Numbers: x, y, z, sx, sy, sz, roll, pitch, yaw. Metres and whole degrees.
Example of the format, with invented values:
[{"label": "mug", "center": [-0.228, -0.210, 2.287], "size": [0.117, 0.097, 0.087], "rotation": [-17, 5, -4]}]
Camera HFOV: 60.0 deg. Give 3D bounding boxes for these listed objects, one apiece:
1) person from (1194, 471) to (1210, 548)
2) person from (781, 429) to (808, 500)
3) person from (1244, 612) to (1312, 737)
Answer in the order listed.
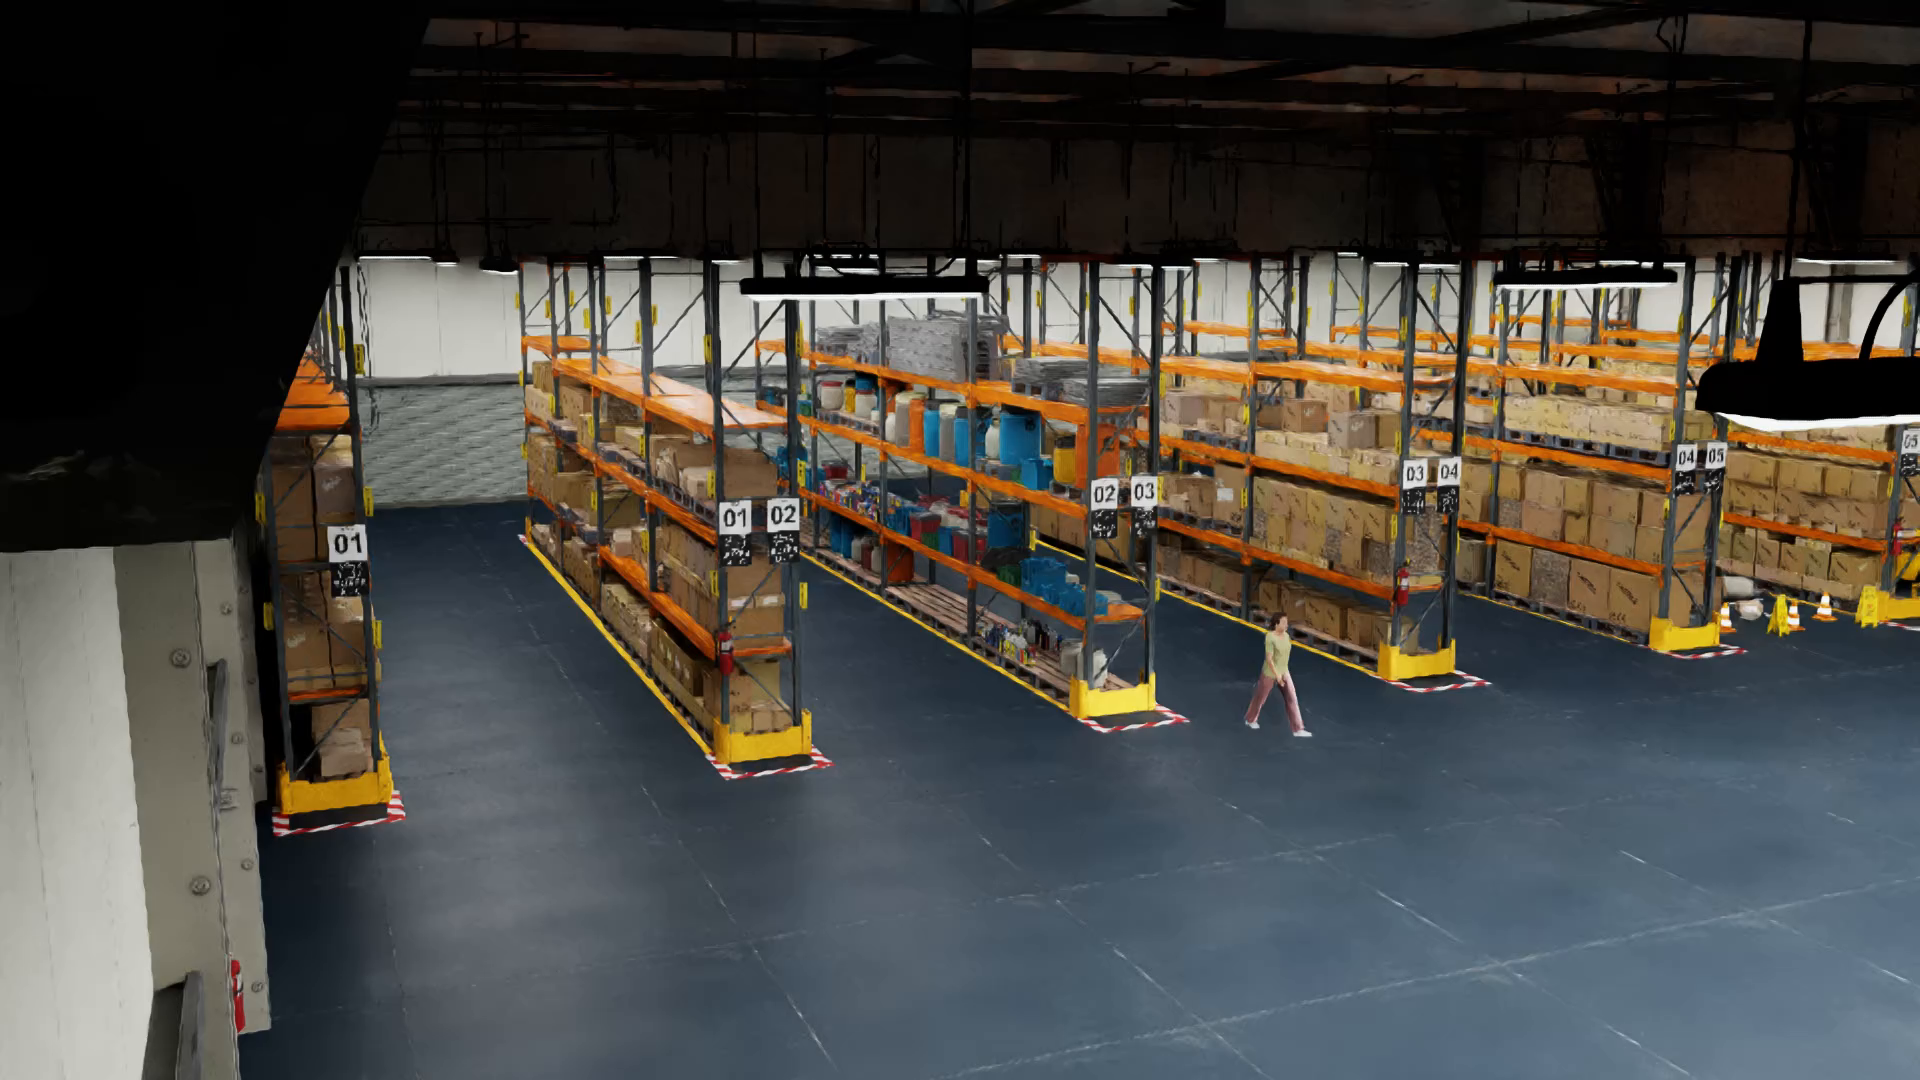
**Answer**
[{"label": "person", "center": [4.709, -0.543, 33.248], "size": [0.577, 1.691, 1.121], "rotation": [-4, 11, -20]}, {"label": "person", "center": [-3.979, -1.797, 39.928], "size": [0.521, 1.781, 0.739], "rotation": [5, 12, 27]}, {"label": "person", "center": [4.044, 1.697, 21.227], "size": [0.446, 1.604, 1.018], "rotation": [-6, 12, -30]}]
